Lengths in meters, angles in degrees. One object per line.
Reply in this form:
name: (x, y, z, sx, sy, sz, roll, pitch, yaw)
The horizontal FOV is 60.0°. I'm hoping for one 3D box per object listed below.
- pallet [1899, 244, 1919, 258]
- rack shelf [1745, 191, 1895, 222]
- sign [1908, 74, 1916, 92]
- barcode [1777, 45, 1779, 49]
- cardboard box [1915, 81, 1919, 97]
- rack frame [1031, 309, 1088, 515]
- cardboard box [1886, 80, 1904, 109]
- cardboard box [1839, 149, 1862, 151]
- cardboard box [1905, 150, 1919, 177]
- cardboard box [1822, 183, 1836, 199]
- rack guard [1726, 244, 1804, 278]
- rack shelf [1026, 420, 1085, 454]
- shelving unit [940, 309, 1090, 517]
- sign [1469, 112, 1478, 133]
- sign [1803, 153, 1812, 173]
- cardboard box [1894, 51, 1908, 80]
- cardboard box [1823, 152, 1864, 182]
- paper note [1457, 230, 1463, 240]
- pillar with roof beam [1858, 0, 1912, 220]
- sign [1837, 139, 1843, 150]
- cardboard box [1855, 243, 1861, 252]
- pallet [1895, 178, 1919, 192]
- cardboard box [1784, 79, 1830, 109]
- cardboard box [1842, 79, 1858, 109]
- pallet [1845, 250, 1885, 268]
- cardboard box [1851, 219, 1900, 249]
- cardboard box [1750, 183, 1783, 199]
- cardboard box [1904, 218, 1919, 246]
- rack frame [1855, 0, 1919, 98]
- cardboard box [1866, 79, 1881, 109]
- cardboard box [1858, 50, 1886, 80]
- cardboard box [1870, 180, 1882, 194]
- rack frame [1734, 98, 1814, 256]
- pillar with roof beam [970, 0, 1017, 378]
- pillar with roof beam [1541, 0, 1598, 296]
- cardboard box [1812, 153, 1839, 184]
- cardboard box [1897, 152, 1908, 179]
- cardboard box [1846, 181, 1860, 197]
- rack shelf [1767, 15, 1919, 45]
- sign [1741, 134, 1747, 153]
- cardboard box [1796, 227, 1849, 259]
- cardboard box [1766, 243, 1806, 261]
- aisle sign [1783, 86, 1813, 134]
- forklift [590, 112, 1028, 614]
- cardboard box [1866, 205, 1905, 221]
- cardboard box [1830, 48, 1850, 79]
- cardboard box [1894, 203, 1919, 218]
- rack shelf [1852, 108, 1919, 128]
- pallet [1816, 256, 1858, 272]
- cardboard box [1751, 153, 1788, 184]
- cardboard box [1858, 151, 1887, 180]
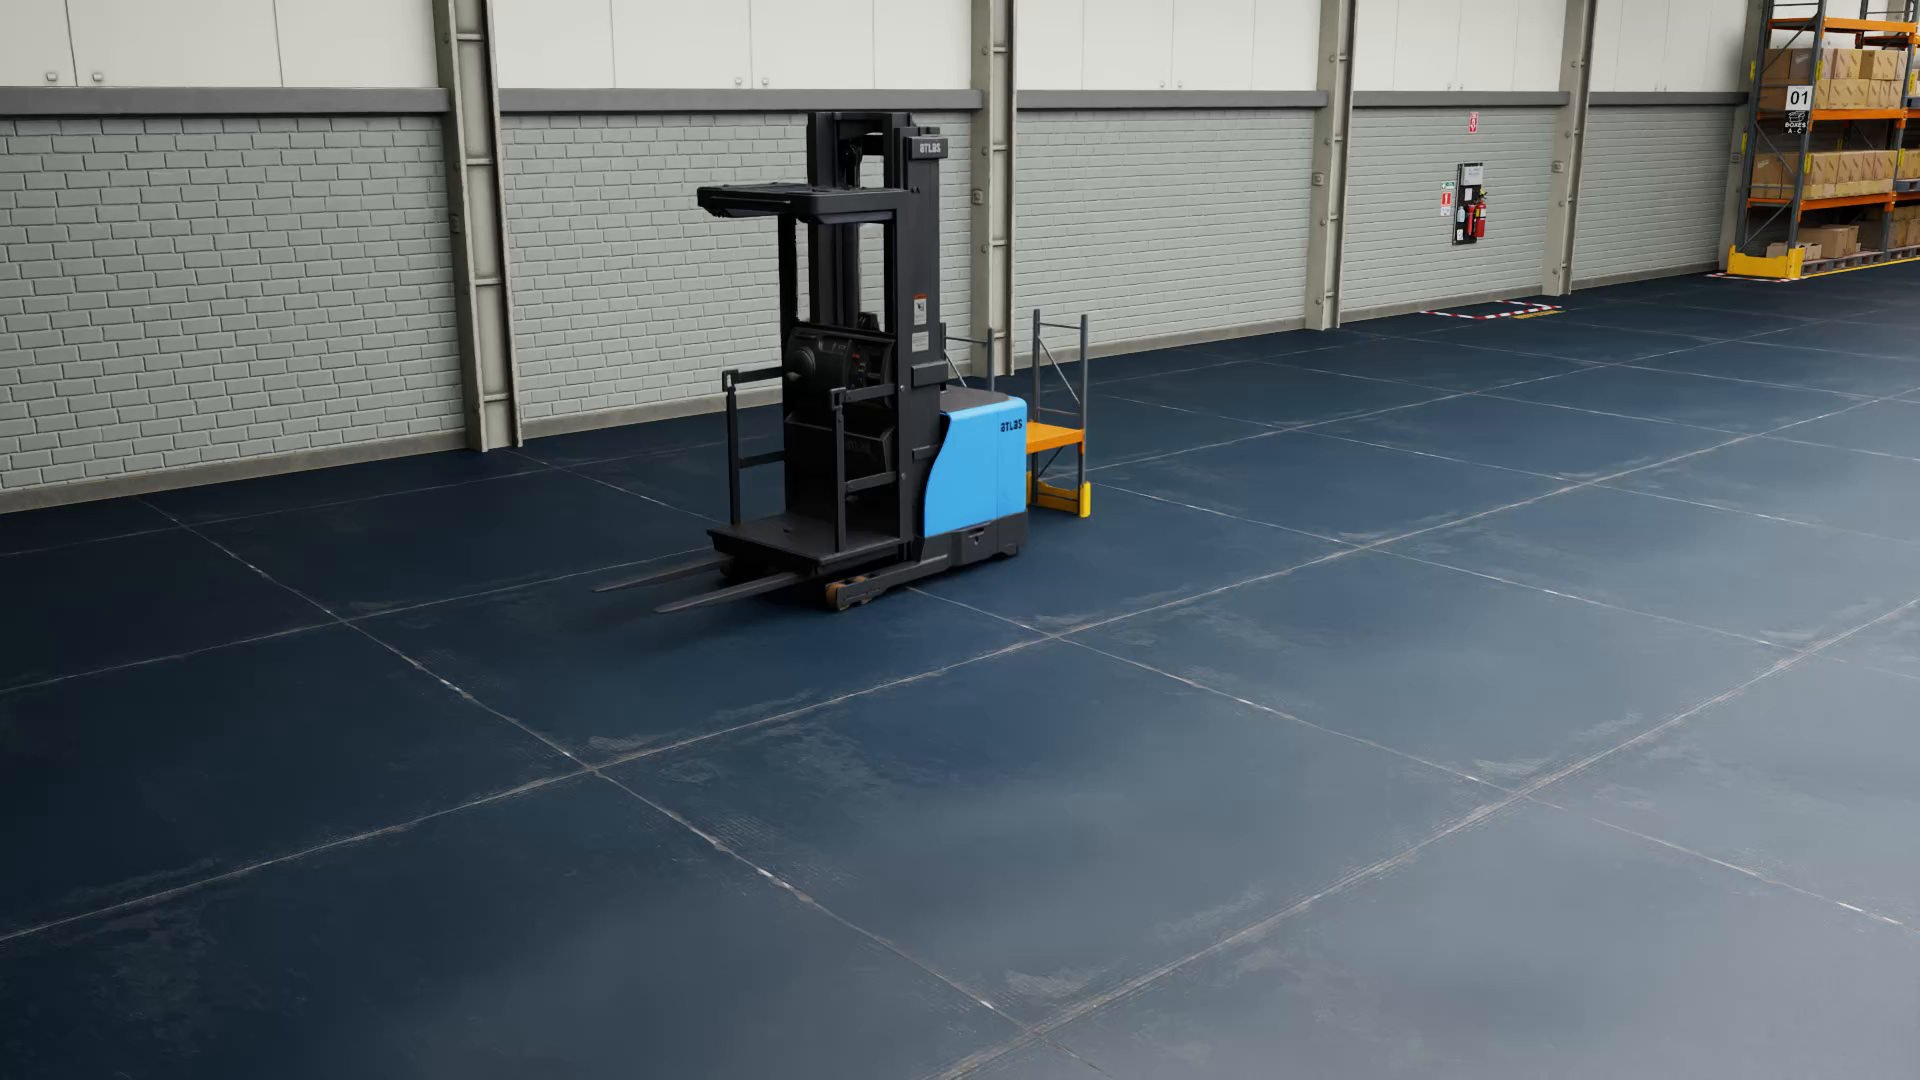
pallet: (18.507, -5.736, 32.814, 1.213, 0.211, 1.003, -13, 19, -39)
rack shelf: (15.491, -6.057, 30.006, 4.000, 0.370, 1.077, -13, 19, -39)
sign: (17.362, -8.338, 30.337, 0.005, 0.325, 0.100, -13, 19, -39)
barcode: (14.189, -8.553, 28.853, 0.075, 0.075, 0.001, -13, 19, -39)
cardboard box: (17.929, -8.533, 31.431, 0.500, 0.311, 0.500, -12, 19, -38)
rack frame: (0.737, -0.953, 12.410, 0.500, 1.500, 0.032, 14, 20, 41)
cardboard box: (16.779, -8.116, 30.277, 0.500, 0.500, 0.500, -12, 19, -38)
cardboard box: (16.508, -7.004, 30.956, 0.500, 0.500, 0.500, -13, 20, -41)
cardboard box: (18.308, -7.294, 32.200, 0.500, 0.500, 0.700, -10, 18, -32)
cardboard box: (14.941, -6.114, 29.080, 0.500, 0.250, 0.500, -13, 20, -41)
rack guard: (14.039, -4.871, 29.016, 0.348, 0.500, 1.175, -13, 19, -39)
rack shelf: (0.391, -0.683, 12.097, 0.538, 0.185, 1.000, 14, 20, 41)
shelving unit: (0.397, -0.858, 12.057, 0.587, 1.500, 1.083, 14, 20, 41)
sign: (7.455, -6.063, 24.143, 0.199, 0.298, 0.001, -13, 19, -39)
sign: (14.338, -6.378, 28.138, 0.005, 0.325, 0.100, -13, 19, -39)
cardboard box: (16.800, -8.596, 30.135, 0.500, 0.500, 0.500, 14, 20, 42)
cardboard box: (15.694, -6.645, 29.614, 0.500, 0.500, 0.500, -12, 19, -38)
paper note: (7.348, -4.483, 24.426, 0.142, 0.148, 0.016, -13, 19, -39)
pillar with roof beam: (21.295, -9.429, 29.613, 0.400, 9.000, 9.100, -13, 19, -39)
sign: (16.633, -7.410, 31.435, 0.005, 0.325, 0.100, -13, 19, -39)
cardboard box: (16.616, -5.490, 31.130, 0.380, 0.166, 0.250, 13, 20, 40)
pallet: (17.672, -6.752, 31.585, 1.213, 0.211, 1.003, -13, 19, -39)
cardboard box: (14.398, -7.581, 28.272, 0.500, 0.500, 0.500, -12, 19, -38)
cardboard box: (15.216, -7.753, 28.919, 0.500, 0.500, 0.500, -12, 19, -37)
pallet: (16.516, -5.275, 31.090, 1.213, 0.211, 1.003, -13, 19, -39)
cardboard box: (17.544, -5.876, 31.927, 0.500, 0.500, 0.700, -12, 19, -38)
cardboard box: (14.207, -6.120, 29.100, 0.500, 0.250, 0.500, -12, 19, -39)
cardboard box: (18.312, -6.052, 32.585, 0.500, 0.500, 0.700, -12, 19, -39)
rack frame: (17.000, -9.641, 30.408, 0.127, 3.000, 1.000, -13, 19, -39)
cardboard box: (15.998, -7.932, 29.588, 0.500, 0.500, 0.500, -14, 20, -41)
cardboard box: (16.006, -8.410, 29.441, 0.500, 0.500, 0.500, -14, 20, -41)
cardboard box: (16.460, -6.458, 30.367, 0.500, 0.250, 0.500, -13, 19, -39)
rack frame: (13.982, -6.065, 28.645, 0.127, 3.000, 1.000, -13, 19, -39)
pillar with roof beam: (3.189, -5.363, 14.392, 0.400, 9.000, 9.100, -13, 19, -39)
pillar with roof beam: (12.242, -7.396, 22.002, 0.400, 9.000, 9.100, -13, 19, -39)
cardboard box: (14.919, -6.469, 28.955, 0.500, 0.500, 0.500, -13, 19, -39)
cardboard box: (17.406, -7.084, 31.410, 0.500, 0.500, 0.700, -13, 19, -39)
cardboard box: (15.712, -6.285, 29.717, 0.500, 0.250, 0.500, -12, 19, -39)
rack shelf: (15.491, -8.954, 29.233, 4.000, 0.370, 1.077, -13, 19, -39)
sign: (13.633, -6.889, 28.872, 0.005, 0.325, 0.100, -13, 19, -39)
cardboard box: (15.579, -5.381, 30.074, 0.500, 0.500, 0.700, -14, 21, -43)
cardboard box: (14.563, -5.079, 29.308, 0.500, 0.311, 0.500, 13, 20, 41)
aisle sign: (14.125, -7.251, 28.045, 0.004, 0.787, 0.394, -13, 19, -39)
forklift: (-0.907, -1.136, 10.323, 1.130, 2.935, 3.031, 14, 20, 41)
cardboard box: (17.874, -6.313, 32.112, 0.500, 0.250, 0.500, -13, 20, -41)
cardboard box: (14.844, -8.149, 28.462, 0.500, 0.500, 0.500, -13, 20, -40)
cardboard box: (18.652, -6.483, 32.747, 0.500, 0.250, 0.500, -13, 20, -40)
rack shelf: (18.508, -8.184, 32.156, 4.000, 0.370, 1.077, -13, 19, -39)
pallet: (15.595, -5.067, 30.312, 1.213, 0.211, 1.003, -13, 19, -39)
cardboard box: (14.198, -6.486, 29.019, 0.500, 0.500, 0.500, -13, 20, -40)
cardboard box: (16.473, -6.817, 30.256, 0.500, 0.500, 0.500, -13, 20, -40)
